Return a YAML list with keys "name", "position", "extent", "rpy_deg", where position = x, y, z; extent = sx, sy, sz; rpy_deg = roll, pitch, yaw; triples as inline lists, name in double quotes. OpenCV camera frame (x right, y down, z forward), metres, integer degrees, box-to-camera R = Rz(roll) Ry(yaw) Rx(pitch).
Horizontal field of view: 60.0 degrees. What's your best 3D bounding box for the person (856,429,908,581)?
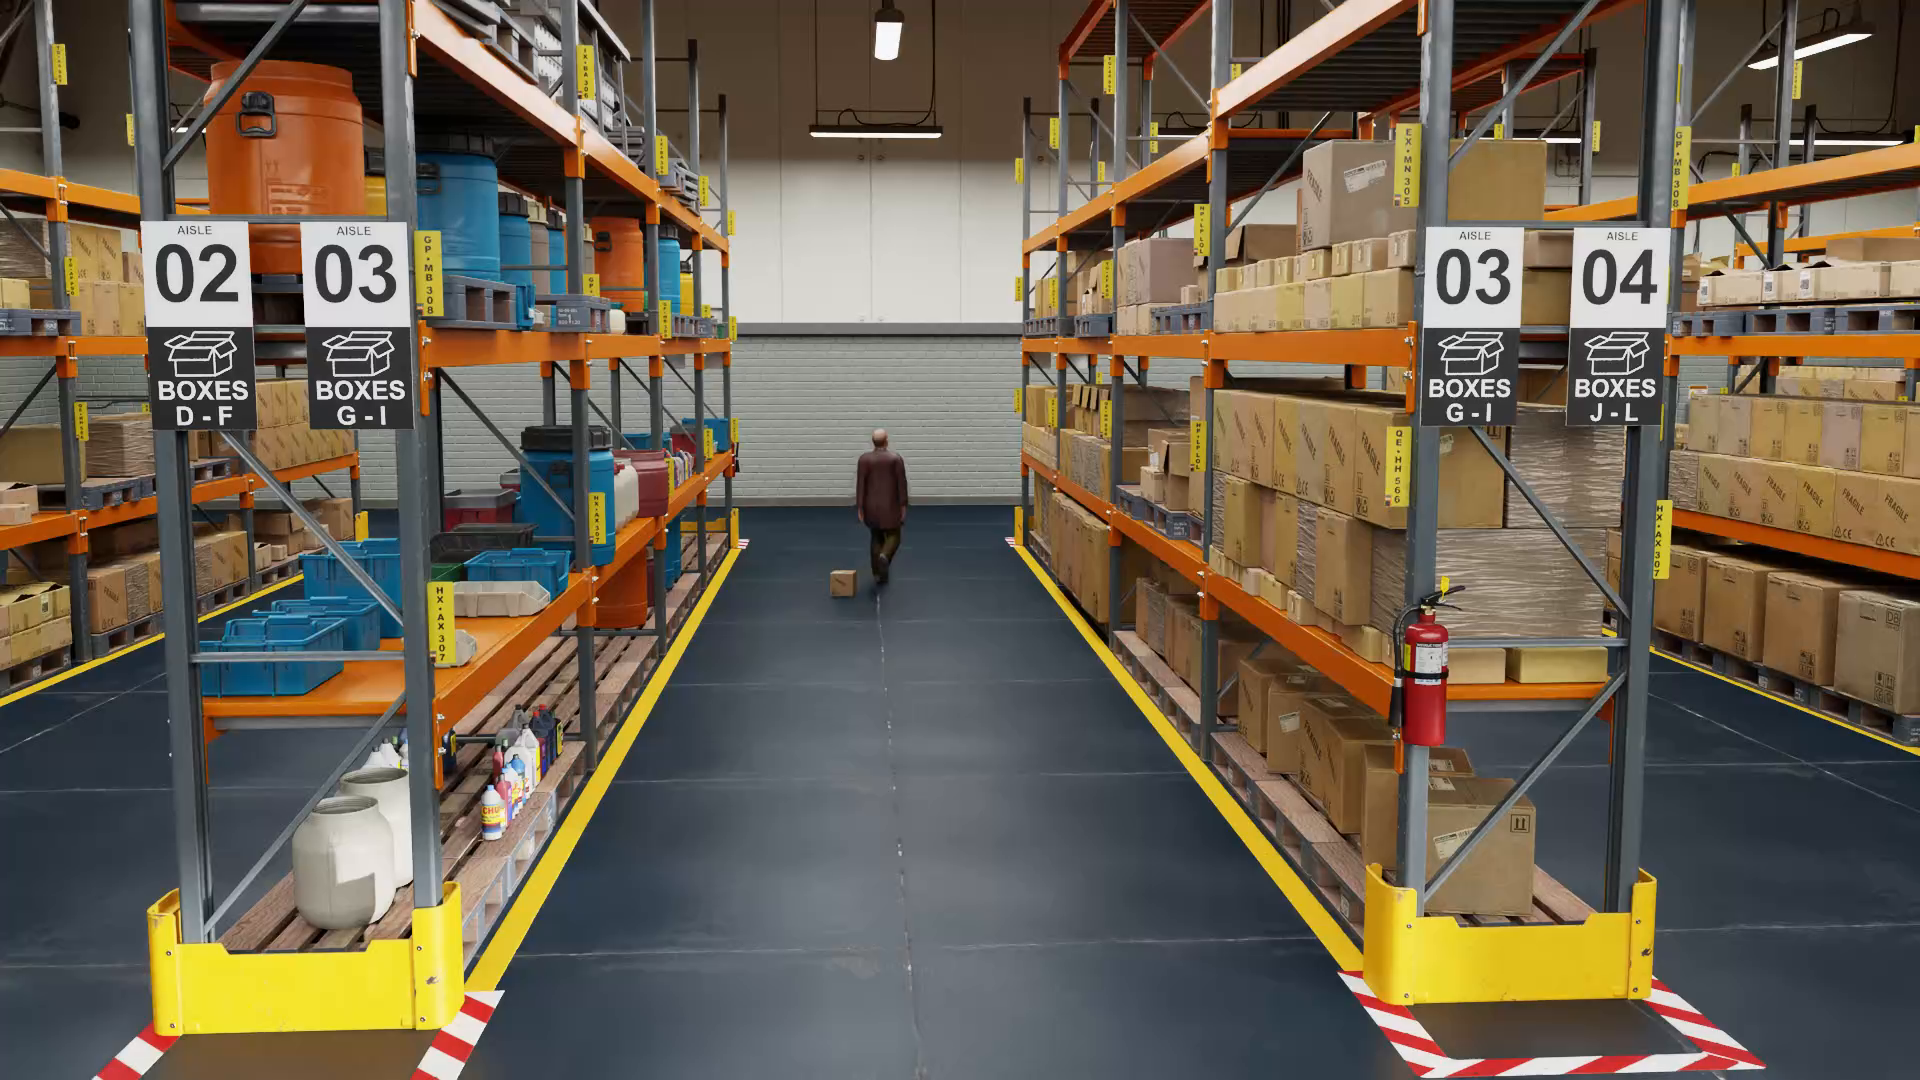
- name: "person"
  position: [-0.893, -0.388, 18.942]
  extent: [0.605, 1.754, 0.780]
  rpy_deg: [1, 7, 10]
